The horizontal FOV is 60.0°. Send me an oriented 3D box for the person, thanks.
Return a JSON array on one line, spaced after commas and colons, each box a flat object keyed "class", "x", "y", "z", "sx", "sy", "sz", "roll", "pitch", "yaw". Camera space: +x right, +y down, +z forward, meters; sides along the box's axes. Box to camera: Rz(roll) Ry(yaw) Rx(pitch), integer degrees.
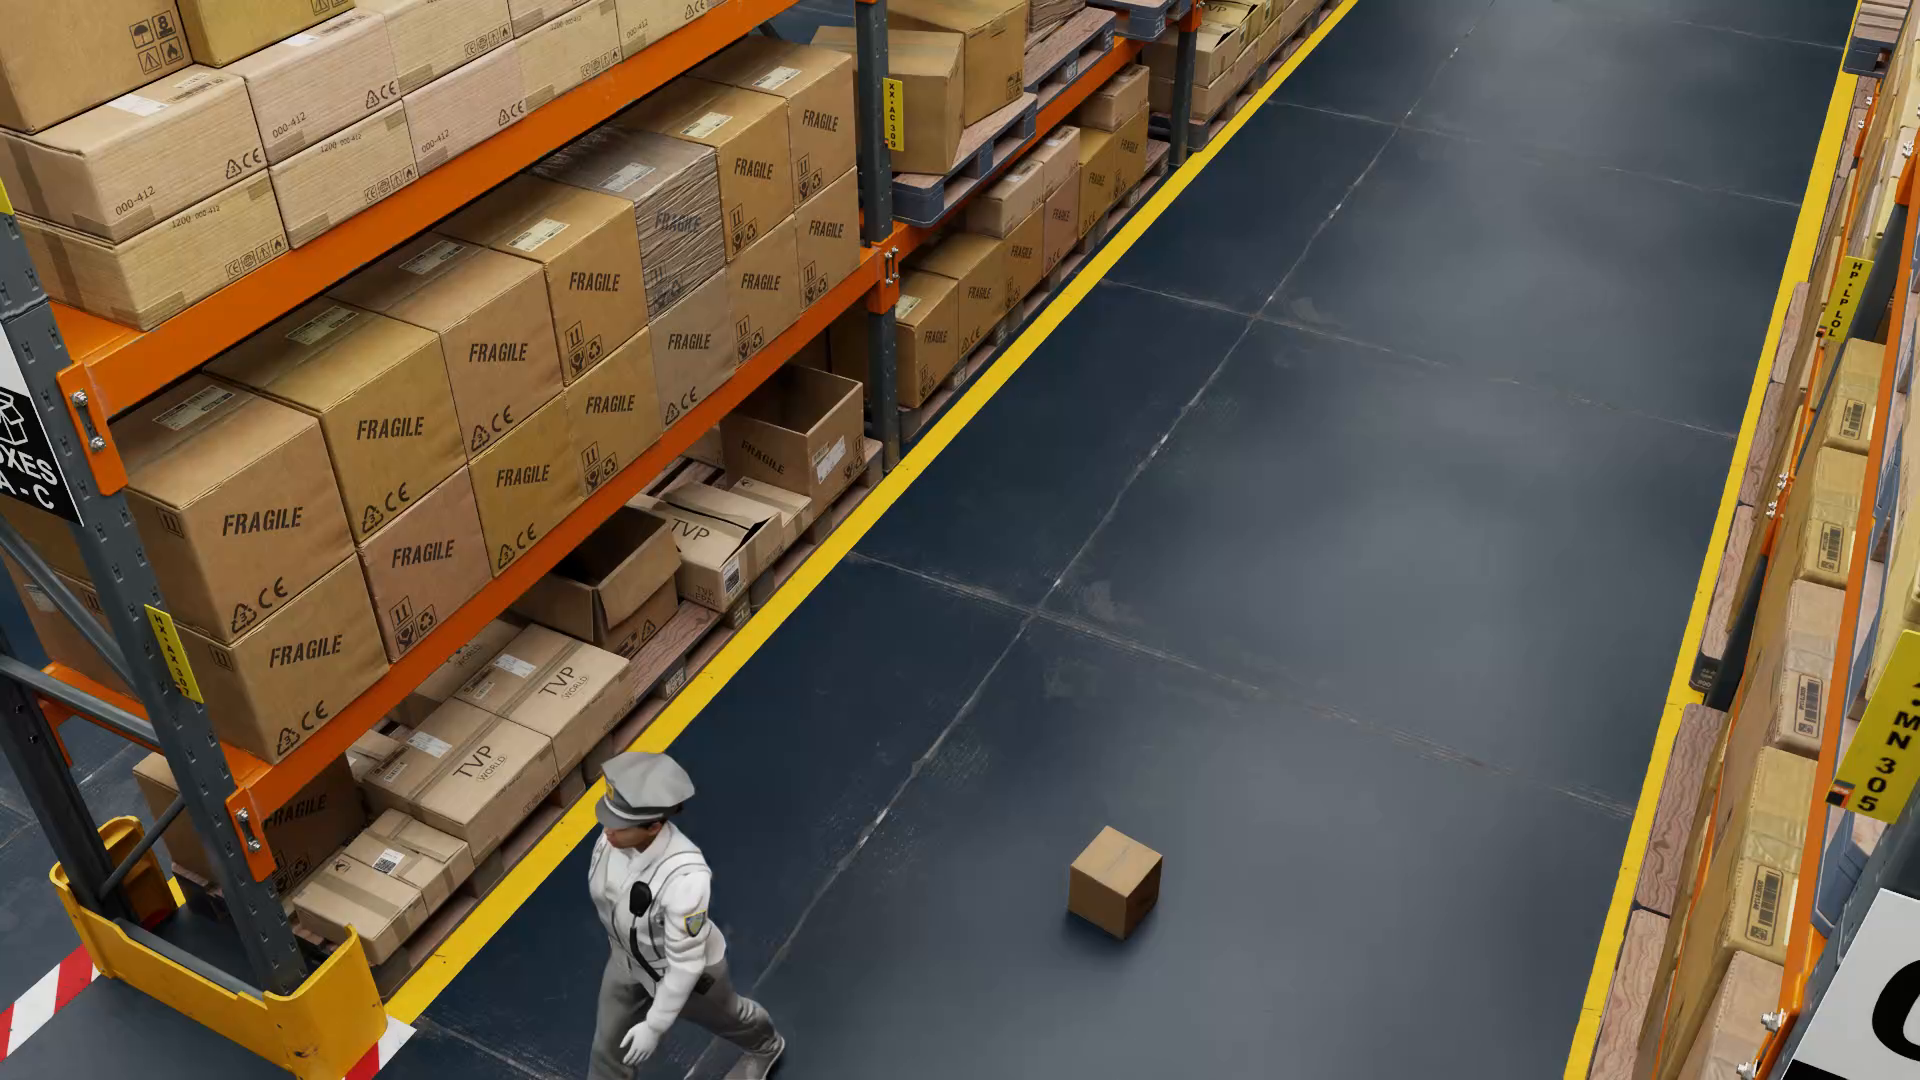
[{"class": "person", "x": -0.951, "y": 1.315, "z": 5.035, "sx": 0.500, "sy": 1.654, "sz": 0.922, "roll": 30, "pitch": 47, "yaw": 33}]
